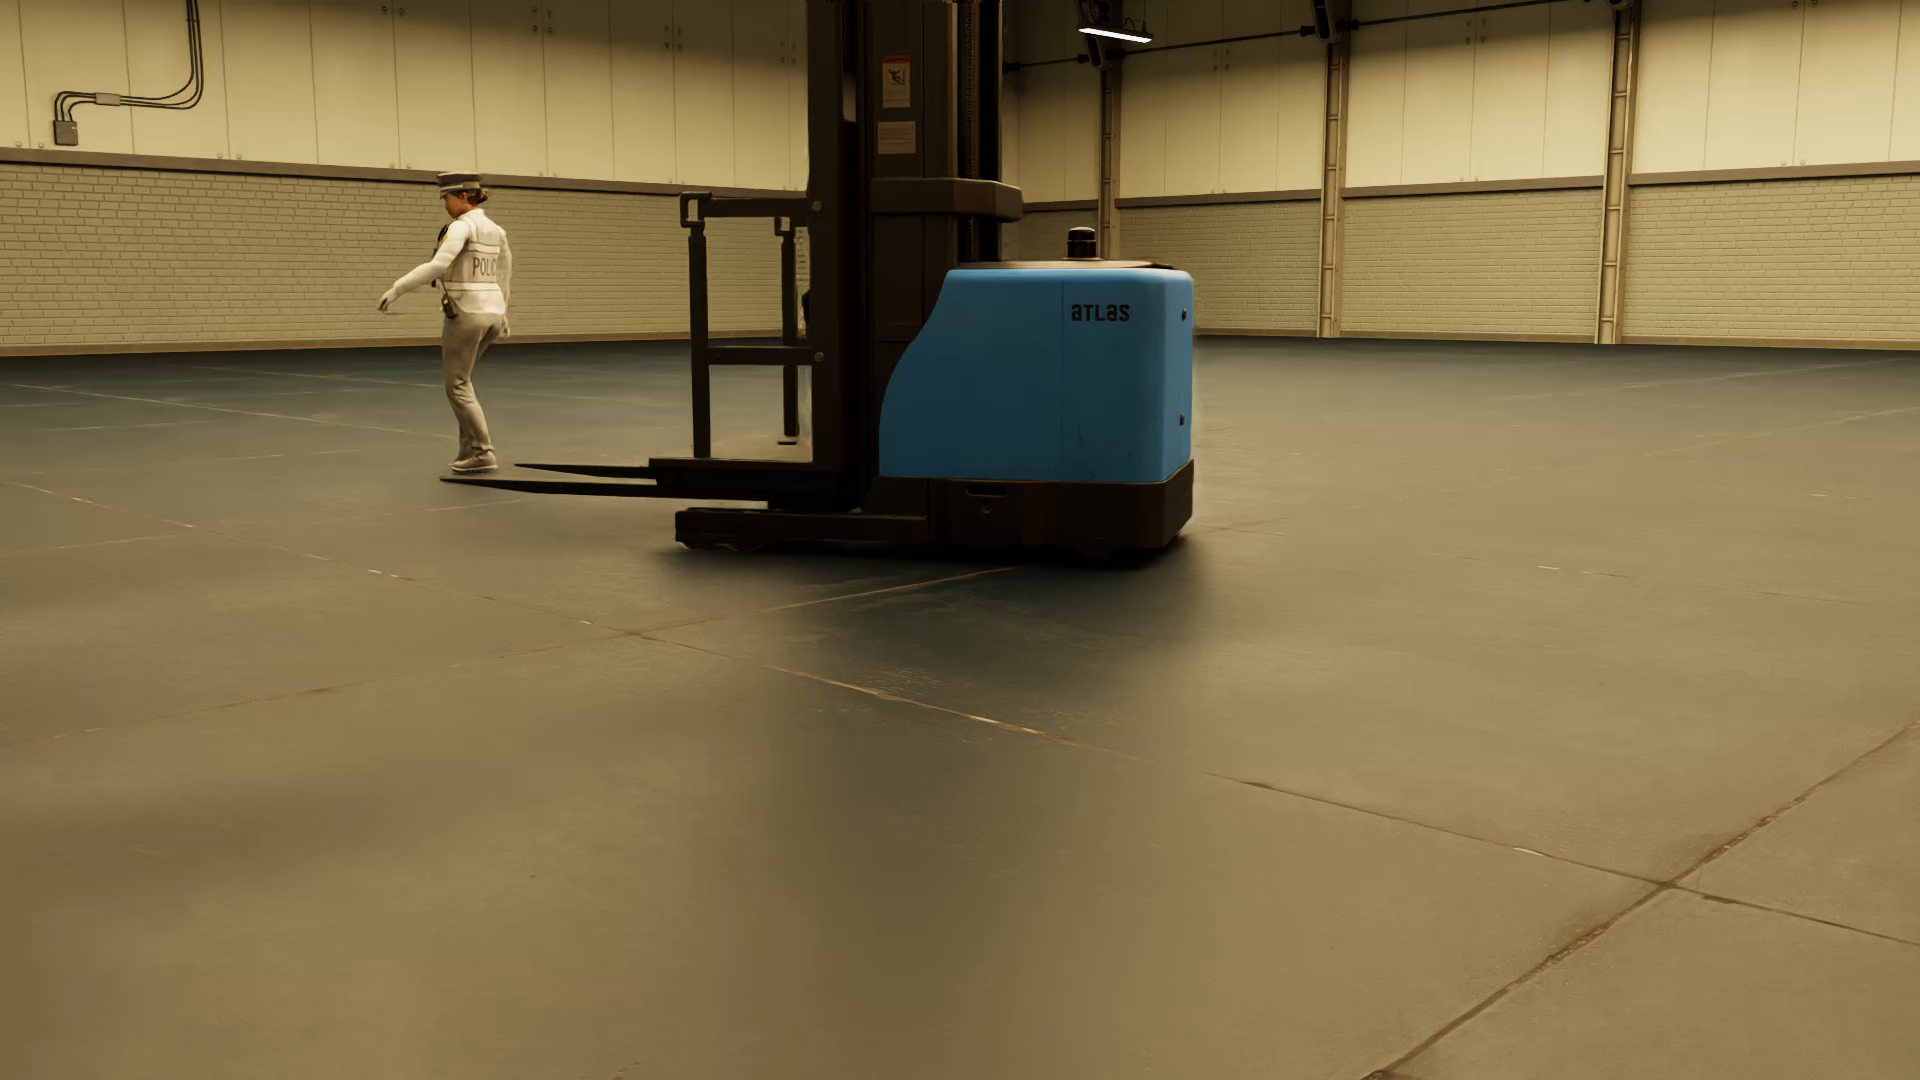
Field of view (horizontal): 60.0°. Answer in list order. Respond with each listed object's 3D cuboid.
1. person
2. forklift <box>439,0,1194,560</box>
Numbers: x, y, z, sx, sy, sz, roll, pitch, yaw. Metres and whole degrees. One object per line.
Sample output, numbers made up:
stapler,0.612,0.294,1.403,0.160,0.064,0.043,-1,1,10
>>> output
person,-2.765,-1.177,9.201,0.480,1.694,0.873,3,9,19
forklift,-0.612,-1.472,6.649,3.031,2.935,1.130,2,9,14
